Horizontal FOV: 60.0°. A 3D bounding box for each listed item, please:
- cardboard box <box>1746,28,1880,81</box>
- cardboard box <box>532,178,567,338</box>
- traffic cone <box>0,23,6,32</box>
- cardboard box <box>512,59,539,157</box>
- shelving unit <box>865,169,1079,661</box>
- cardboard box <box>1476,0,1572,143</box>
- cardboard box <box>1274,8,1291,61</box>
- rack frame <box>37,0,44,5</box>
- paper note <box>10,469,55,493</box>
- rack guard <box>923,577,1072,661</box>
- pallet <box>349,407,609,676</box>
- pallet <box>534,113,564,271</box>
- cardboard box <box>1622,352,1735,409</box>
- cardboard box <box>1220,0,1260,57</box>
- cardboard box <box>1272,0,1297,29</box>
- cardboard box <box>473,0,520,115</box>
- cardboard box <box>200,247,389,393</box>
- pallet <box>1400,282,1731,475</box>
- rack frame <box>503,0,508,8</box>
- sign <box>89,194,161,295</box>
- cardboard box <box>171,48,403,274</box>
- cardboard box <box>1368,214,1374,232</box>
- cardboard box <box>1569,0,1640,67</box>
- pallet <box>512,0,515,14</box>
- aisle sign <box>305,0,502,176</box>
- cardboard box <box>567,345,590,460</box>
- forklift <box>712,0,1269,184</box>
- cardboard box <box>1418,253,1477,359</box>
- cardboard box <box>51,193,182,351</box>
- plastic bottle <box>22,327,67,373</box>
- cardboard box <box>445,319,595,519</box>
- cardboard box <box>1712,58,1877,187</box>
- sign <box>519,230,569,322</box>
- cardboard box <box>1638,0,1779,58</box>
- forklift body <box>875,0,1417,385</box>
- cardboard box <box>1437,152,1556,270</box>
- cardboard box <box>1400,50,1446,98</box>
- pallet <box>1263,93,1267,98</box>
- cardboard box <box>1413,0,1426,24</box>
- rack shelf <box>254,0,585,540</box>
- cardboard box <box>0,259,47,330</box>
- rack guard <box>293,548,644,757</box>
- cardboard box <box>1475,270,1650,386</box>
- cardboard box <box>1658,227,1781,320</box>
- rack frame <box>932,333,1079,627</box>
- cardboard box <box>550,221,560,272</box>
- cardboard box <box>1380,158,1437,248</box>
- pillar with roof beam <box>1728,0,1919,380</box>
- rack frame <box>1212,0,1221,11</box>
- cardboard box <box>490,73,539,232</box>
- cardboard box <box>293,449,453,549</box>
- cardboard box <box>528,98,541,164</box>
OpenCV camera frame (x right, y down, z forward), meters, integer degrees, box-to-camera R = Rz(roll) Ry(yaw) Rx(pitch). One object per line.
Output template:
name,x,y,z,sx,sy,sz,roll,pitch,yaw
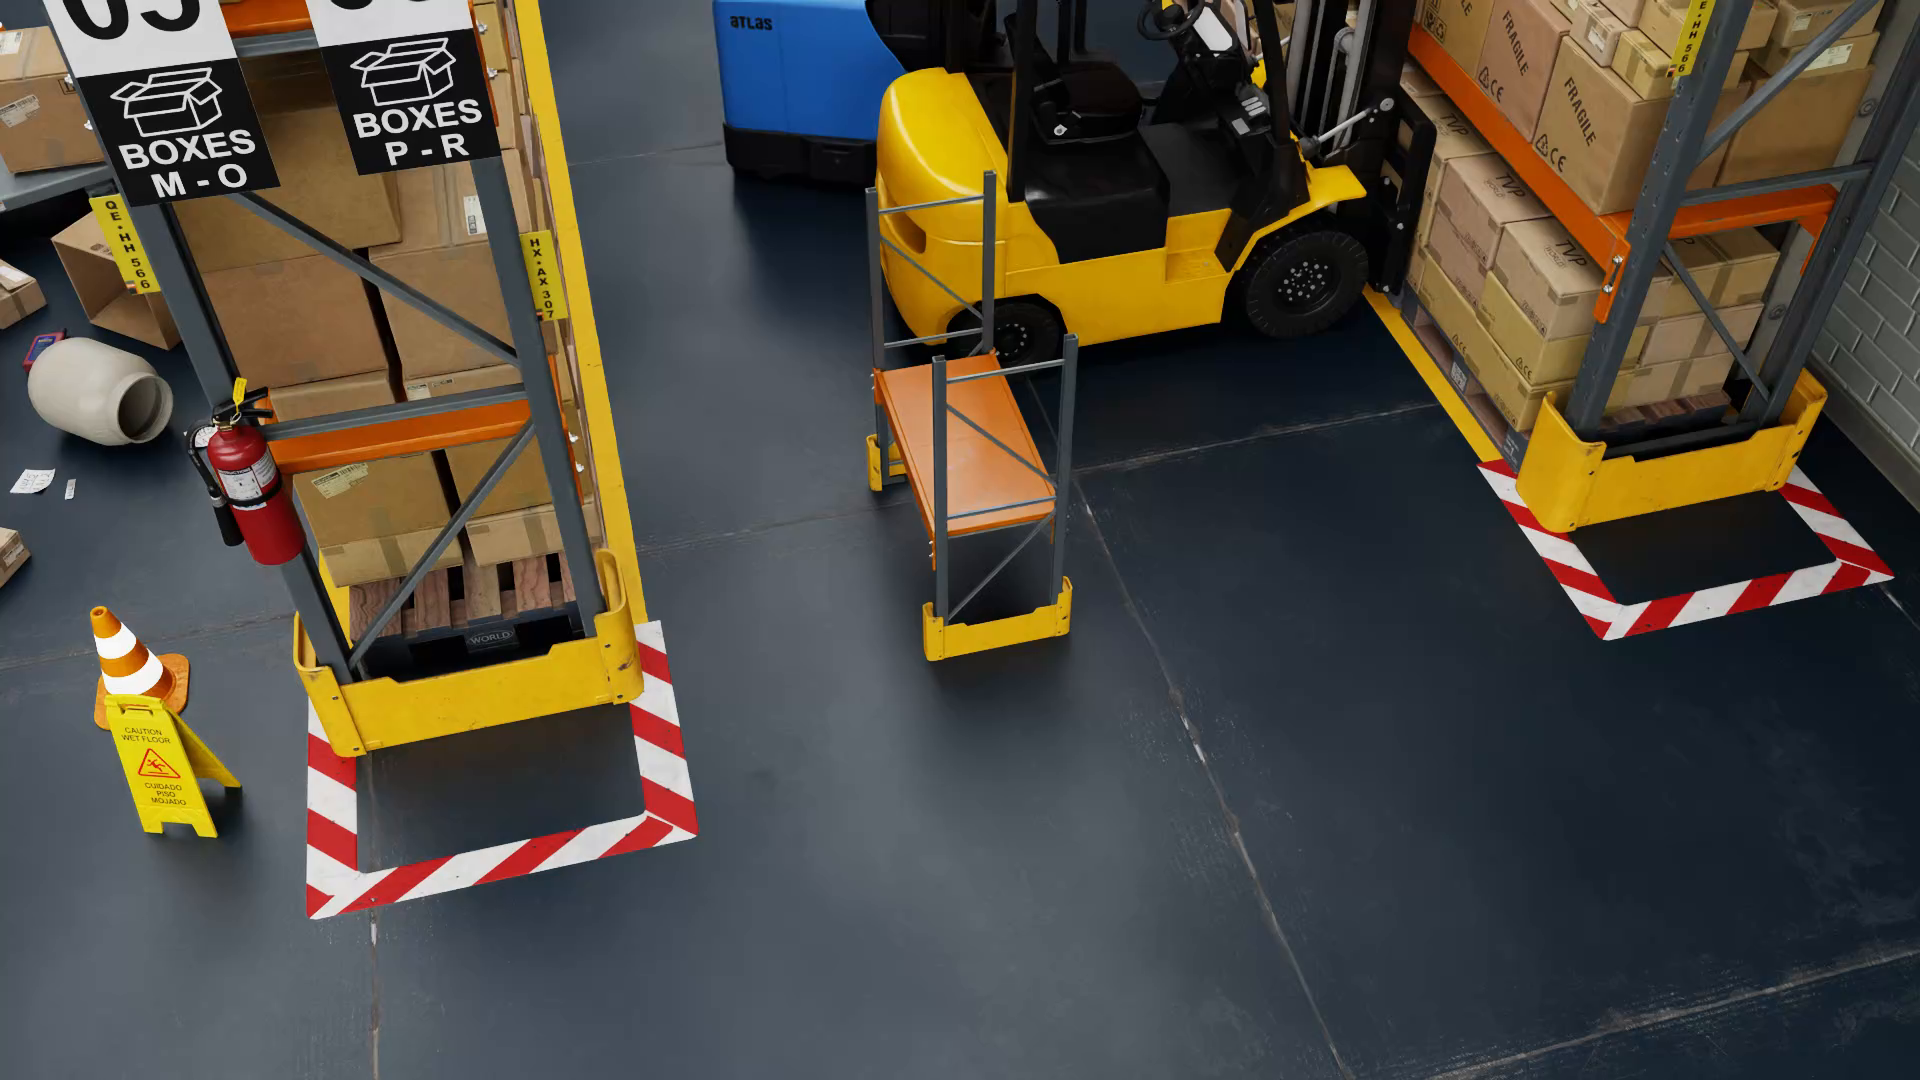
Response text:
cardboard box,3.163,-1.855,6.194,0.380,0.149,0.250,-12,47,-11
cardboard box,-2.003,-1.180,7.163,0.500,0.500,0.500,-10,46,-10
traffic cone,-5.534,-2.892,9.511,0.336,0.463,0.334,-11,47,-10
cardboard box,-2.280,-1.900,7.868,0.500,0.500,0.500,-10,46,-10
shelving unit,0.020,-0.472,6.414,0.587,1.500,1.083,-11,47,-10
cardboard box,2.495,-1.998,6.788,0.500,0.500,0.500,-9,46,-9
cardboard box,1.931,-2.695,8.822,0.500,0.250,0.500,-11,47,-11
rack frame,-1.798,-2.501,3.151,1.000,3.000,0.127,-11,47,-10
paper note,-4.037,-0.260,7.243,0.148,0.019,0.142,4,46,4
rack guard,0.147,0.309,6.523,0.587,0.250,0.087,-11,47,-10
pallet,-1.992,-0.045,6.897,1.003,0.211,1.213,-11,47,-10
pallet,-2.616,-1.729,8.548,1.003,0.211,1.213,-11,47,-10
cardboard box,3.062,-0.871,7.385,0.500,0.250,0.500,-11,47,-10
cardboard box,1.779,-2.863,9.337,0.500,0.250,0.500,-10,46,-10
cardboard box,1.917,-2.861,8.636,0.500,0.250,0.500,-11,47,-10
cardboard box,-2.057,-1.976,6.559,0.500,0.500,0.500,-12,47,-11
cardboard box,-2.204,-0.865,5.469,0.500,0.500,0.500,-11,47,-11
pallet,2.763,-0.856,7.691,1.003,0.211,1.213,-11,47,-10
rack frame,-2.822,-3.163,8.000,1.000,3.000,0.127,-11,47,-10
sign,-2.340,-0.829,4.681,0.100,0.325,0.005,-11,47,-10
cardboard box,-2.140,-1.203,5.101,0.700,0.500,0.500,-12,47,-11
cardboard box,2.181,-1.809,8.305,0.500,0.250,0.500,-9,46,-9
cardboard box,2.545,-1.932,6.270,0.380,0.149,0.250,-10,46,-10
pallet,-3.339,-3.568,10.349,1.003,0.211,1.213,-11,47,-10
aisle sign,-1.483,-1.325,4.379,0.394,0.787,0.004,-11,47,-10
cardboard box,-1.861,-0.547,7.068,0.500,0.250,0.500,-9,46,-9
forklift,0.316,-3.158,8.043,3.031,2.935,1.130,6,46,6
cardboard box,2.455,-1.107,7.617,0.500,0.250,0.500,-11,47,-10
cardboard box,-3.863,-1.300,7.923,0.500,0.500,0.500,19,48,17
plastic bottle,-4.305,-0.900,7.840,0.133,0.061,0.283,-3,46,-3
cardboard box,-1.744,-0.472,6.469,0.500,0.500,0.500,-12,47,-12
cardboard box,3.141,-1.739,6.535,0.500,0.500,0.500,-9,46,-9
sign,-1.274,-0.803,5.082,0.100,0.325,0.005,-11,47,-10
cardboard box,2.704,-1.886,6.016,0.380,0.149,0.250,-11,47,-10
forklift body,0.750,-1.990,7.445,2.313,2.155,1.214,-11,47,-10
cardboard box,2.443,-1.458,7.261,0.500,0.250,0.500,-10,46,-10
cardboard box,2.182,-2.156,7.944,0.500,0.250,0.500,-12,47,-11
pallet,2.138,-2.540,9.342,1.003,0.211,1.213,-11,47,-10
cardboard box,2.224,-2.697,7.473,0.500,0.500,0.500,-10,46,-10
rack shelf,-2.310,-1.530,6.904,1.077,0.370,4.000,-11,47,-10
cardboard box,-4.689,-1.251,8.041,0.396,0.266,0.258,27,51,24
rack guard,-1.818,0.421,6.238,1.175,0.500,0.348,-11,47,-10
cardboard box,2.572,-0.950,7.112,0.500,0.250,0.500,-11,47,-11
cardboard box,3.059,-1.212,7.020,0.500,0.250,0.500,-11,47,-11
rack frame,0.152,-0.115,6.063,0.500,1.500,0.032,-11,47,-10
cardboard box,-2.139,-1.271,7.777,0.500,0.250,0.500,-10,46,-10
cardboard box,2.302,-1.650,7.799,0.500,0.250,0.500,-12,47,-11
pillar with roof beam,-0.470,-3.269,3.904,9.100,9.000,0.400,-11,47,-10
rack frame,1.975,-4.073,8.892,1.000,3.000,0.127,-11,47,-10
cardboard box,-1.787,-1.275,5.872,0.500,0.500,0.500,-9,46,-9
cardboard box,-2.256,-0.354,6.353,0.500,0.500,0.500,-10,46,-10
cardboard box,-2.411,-1.988,8.480,0.500,0.250,0.500,-9,46,-9
